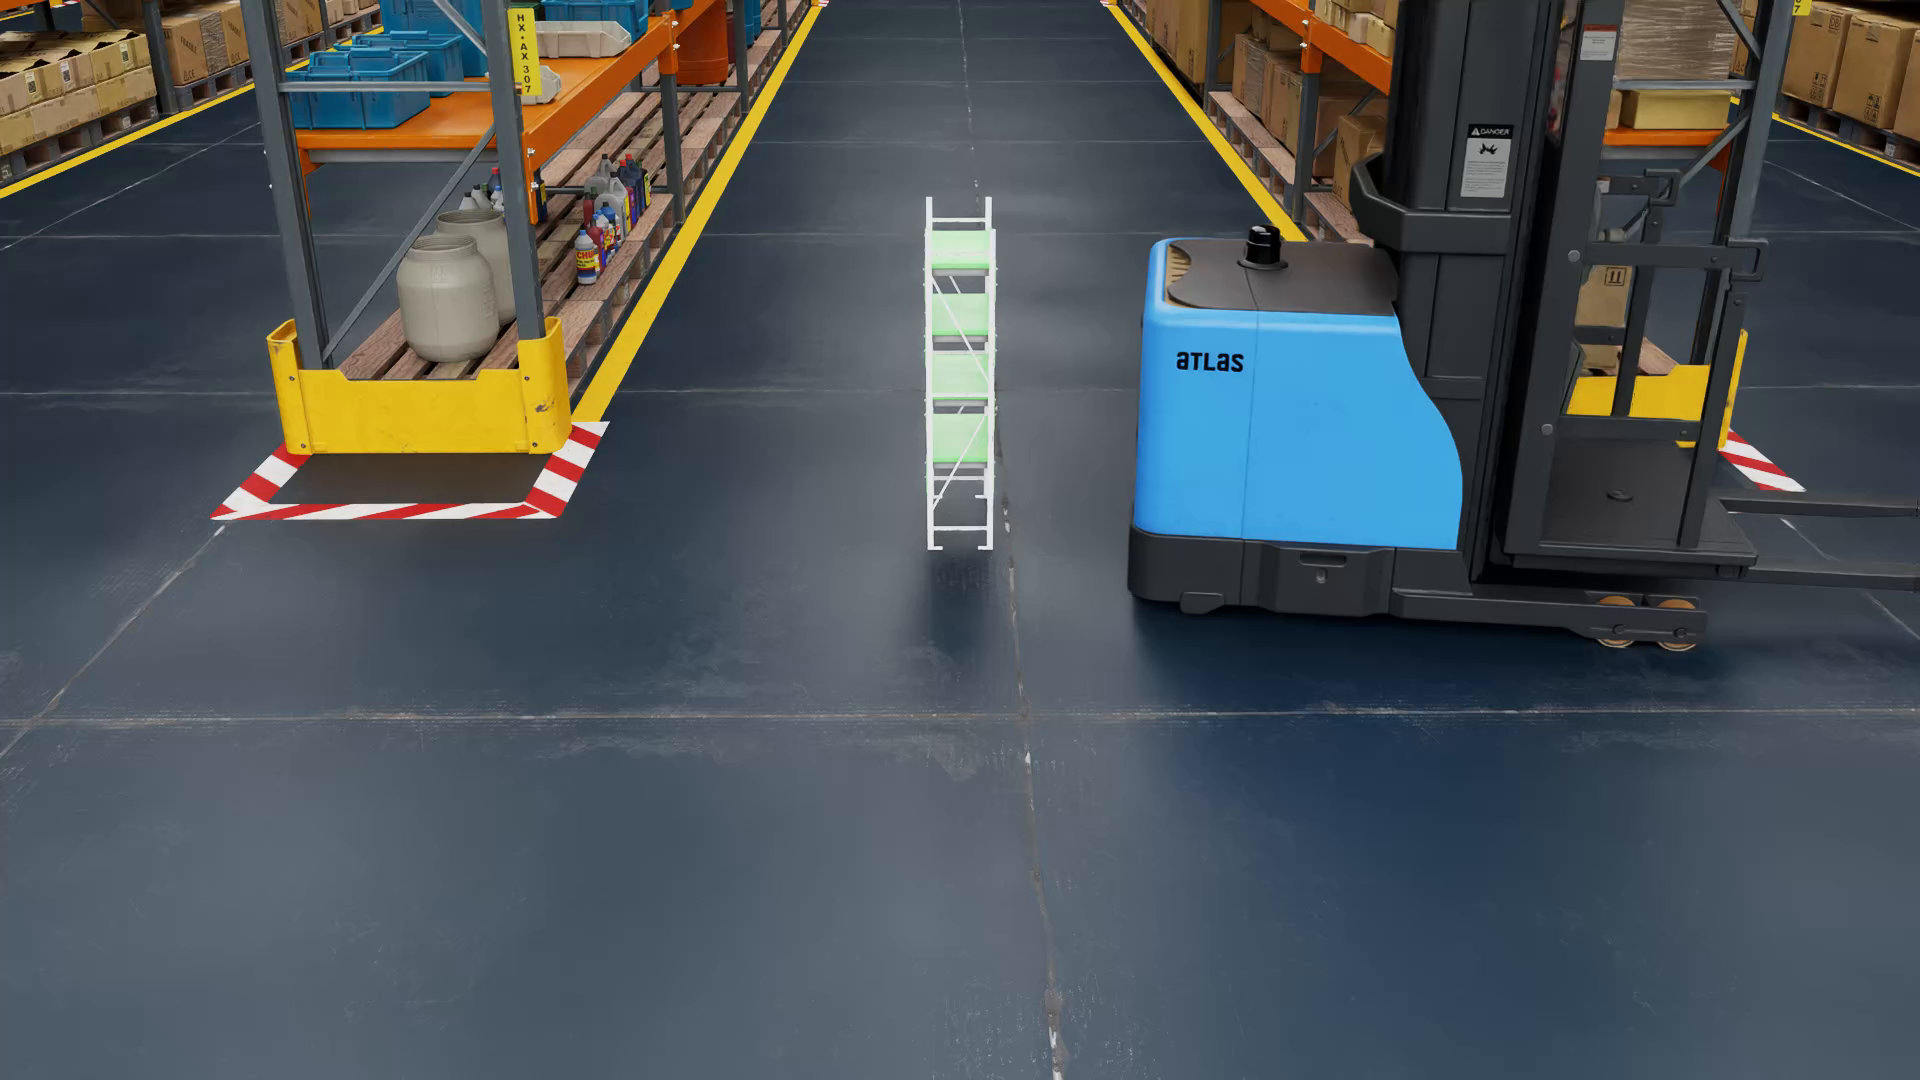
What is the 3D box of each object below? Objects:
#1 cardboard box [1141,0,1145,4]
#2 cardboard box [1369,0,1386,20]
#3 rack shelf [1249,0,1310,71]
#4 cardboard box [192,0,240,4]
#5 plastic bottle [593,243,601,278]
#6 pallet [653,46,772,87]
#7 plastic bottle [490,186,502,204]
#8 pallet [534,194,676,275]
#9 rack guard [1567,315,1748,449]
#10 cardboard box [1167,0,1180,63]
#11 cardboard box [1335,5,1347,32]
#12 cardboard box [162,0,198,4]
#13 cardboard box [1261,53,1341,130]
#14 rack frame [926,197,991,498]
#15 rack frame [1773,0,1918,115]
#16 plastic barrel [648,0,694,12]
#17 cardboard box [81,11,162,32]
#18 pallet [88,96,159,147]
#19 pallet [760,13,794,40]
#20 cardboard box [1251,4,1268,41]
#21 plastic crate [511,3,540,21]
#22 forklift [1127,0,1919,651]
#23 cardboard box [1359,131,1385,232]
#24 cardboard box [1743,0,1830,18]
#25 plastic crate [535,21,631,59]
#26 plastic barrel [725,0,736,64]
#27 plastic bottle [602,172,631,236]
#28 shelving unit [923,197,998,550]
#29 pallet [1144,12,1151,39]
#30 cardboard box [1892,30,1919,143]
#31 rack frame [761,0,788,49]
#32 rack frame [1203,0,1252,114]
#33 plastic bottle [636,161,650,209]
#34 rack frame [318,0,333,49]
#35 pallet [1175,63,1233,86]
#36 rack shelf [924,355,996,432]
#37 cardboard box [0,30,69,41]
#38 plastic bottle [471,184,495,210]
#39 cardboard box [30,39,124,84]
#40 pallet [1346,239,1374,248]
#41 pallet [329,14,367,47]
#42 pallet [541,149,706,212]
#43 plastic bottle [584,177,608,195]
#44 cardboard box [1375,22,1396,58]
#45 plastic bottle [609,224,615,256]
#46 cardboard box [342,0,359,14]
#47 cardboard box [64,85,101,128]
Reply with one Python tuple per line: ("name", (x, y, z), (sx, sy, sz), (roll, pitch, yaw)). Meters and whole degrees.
("cardboard box", (2.632, -6.971, 20.092), (0.875, 0.875, 0.875), (0, 24, -1))
("cardboard box", (2.686, -3.025, 8.816), (0.875, 0.500, 0.500), (0, 24, -1))
("rack shelf", (2.644, -3.938, 12.190), (1.077, 0.370, 4.000), (0, 24, -1))
("cardboard box", (-7.025, -4.935, 16.020), (0.500, 0.500, 0.500), (-1, 24, -2))
("plastic bottle", (-1.952, -1.488, 8.761), (0.097, 0.201, 0.097), (0, 24, 0))
("pallet", (-2.391, -4.623, 16.216), (1.003, 0.211, 1.213), (0, 24, -1))
("plastic bottle", (-2.652, -1.904, 9.597), (0.097, 0.271, 0.097), (0, 24, 0))
("pallet", (-2.321, -1.872, 10.132), (1.003, 0.211, 1.213), (0, 24, -1))
("rack guard", (2.709, -0.686, 7.159), (1.175, 0.500, 0.348), (0, 24, -1))
("cardboard box", (2.634, -4.965, 15.656), (1.225, 0.875, 0.875), (0, 24, 0))
("cardboard box", (2.388, -3.031, 9.617), (0.380, 0.149, 0.250), (0, 24, -1))
("cardboard box", (-7.548, -5.279, 15.872), (0.500, 0.250, 0.500), (-1, 24, -2))
("cardboard box", (2.682, -3.413, 12.656), (0.700, 0.500, 0.500), (2, 24, 4))
("rack frame", (-0.004, -0.715, 6.376), (0.240, 1.200, 0.015), (0, 24, -1))
("rack frame", (7.583, -5.070, 13.821), (1.000, 3.000, 0.127), (0, 24, -1))
("plastic barrel", (-1.988, -3.808, 10.422), (0.600, 0.901, 0.708), (0, 24, -1))
("cardboard box", (-7.528, -4.493, 15.043), (0.500, 0.500, 0.500), (1, 24, 2))
("pallet", (-7.313, -3.437, 13.593), (1.003, 0.211, 1.213), (0, 24, -1))
("pallet", (-2.421, -5.748, 18.703), (1.003, 0.211, 1.213), (0, 24, -1))
("cardboard box", (2.660, -4.217, 13.524), (0.500, 0.250, 0.500), (1, 24, 2))
("plastic crate", (-2.554, -2.762, 8.974), (0.450, 0.188, 0.662), (0, 24, -1))
("forklift", (2.132, -1.204, 5.356), (3.031, 2.935, 1.130), (3, 25, 7))
("cardboard box", (2.644, -2.093, 9.761), (0.500, 0.500, 0.500), (8, 25, 16))
("cardboard box", (7.314, -4.745, 14.716), (0.500, 0.250, 0.500), (-1, 24, -2))
("plastic crate", (-2.015, -2.631, 8.748), (0.530, 0.136, 0.437), (0, 24, -1))
("plastic barrel", (-2.365, -4.827, 15.699), (0.600, 0.588, 0.708), (0, 24, -1))
("plastic bottle", (-1.986, -1.937, 9.572), (0.144, 0.351, 0.185), (0, 24, -1))
("shelving unit", (-0.002, -0.615, 6.154), (0.258, 1.200, 0.503), (0, 24, -1))
("pallet", (2.649, -5.781, 18.776), (1.003, 0.211, 1.213), (0, 24, -1))
("cardboard box", (7.524, -3.241, 11.997), (1.050, 0.750, 0.750), (0, 24, -1))
("rack frame", (-2.374, -6.716, 17.459), (1.000, 3.000, 0.127), (0, 24, -1))
("rack frame", (2.623, -5.090, 13.864), (1.000, 3.000, 0.127), (0, 24, -1))
("plastic bottle", (-1.951, -2.185, 10.204), (0.061, 0.283, 0.133), (1, 24, 2))
("rack frame", (-7.327, -6.695, 17.413), (1.000, 3.000, 0.127), (0, 24, -1))
("pallet", (2.679, -4.646, 16.266), (1.003, 0.211, 1.213), (0, 24, -1))
("rack shelf", (-0.002, -0.557, 6.180), (0.258, 0.148, 0.480), (0, 24, -1))
("cardboard box", (-7.571, -4.024, 13.653), (0.500, 0.311, 0.500), (1, 24, 1))
("plastic bottle", (-2.686, -1.825, 9.327), (0.144, 0.351, 0.185), (0, 24, -1))
("cardboard box", (-7.019, -3.812, 13.185), (0.500, 0.311, 0.500), (-1, 24, -1))
("pallet", (2.725, -1.390, 9.068), (1.003, 0.211, 1.213), (0, 24, -1))
("pallet", (-7.333, -5.707, 18.613), (1.003, 0.211, 1.213), (0, 24, -1))
("pallet", (-2.334, -2.472, 11.460), (1.003, 0.211, 1.213), (0, 24, -1))
("plastic bottle", (-2.137, -2.025, 9.858), (0.152, 0.276, 0.135), (0, 24, -1))
("cardboard box", (2.397, -2.619, 8.706), (0.380, 0.149, 0.250), (0, 24, -1))
("plastic bottle", (-1.957, -1.668, 9.160), (0.097, 0.201, 0.097), (0, 24, 0))
("cardboard box", (-7.135, -6.135, 19.079), (0.380, 0.166, 0.250), (0, 24, -1))
("cardboard box", (-7.022, -3.350, 12.844), (0.500, 0.250, 0.500), (0, 24, 1))
